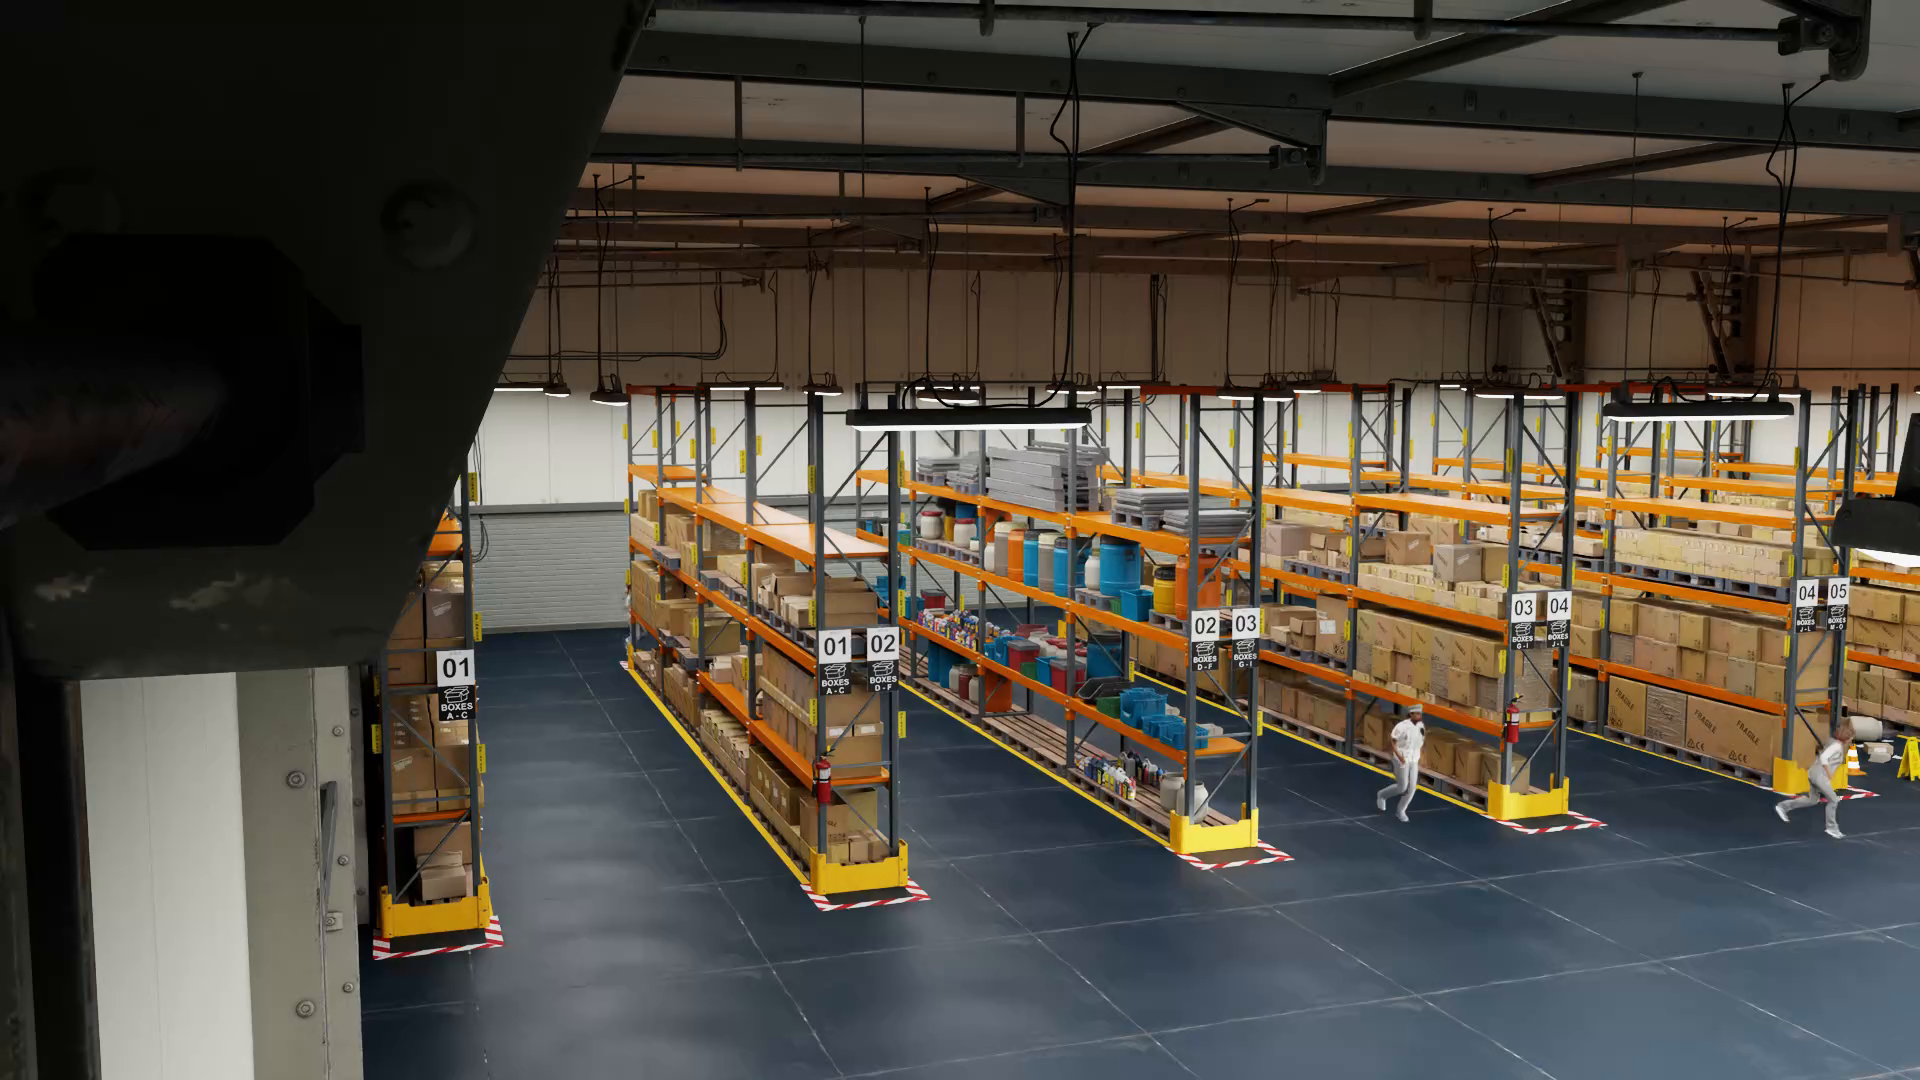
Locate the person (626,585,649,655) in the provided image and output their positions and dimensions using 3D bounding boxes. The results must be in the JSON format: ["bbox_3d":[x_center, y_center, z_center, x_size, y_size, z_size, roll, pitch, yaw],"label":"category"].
[{"bbox_3d":[-7.141,1.743,36.641,0.556,1.630,0.559,1,6,12],"label":"person"}]

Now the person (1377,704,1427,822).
[{"bbox_3d":[6.308,3.105,23.549,0.638,1.648,0.589,-3,7,-25],"label":"person"}]

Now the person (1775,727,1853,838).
[{"bbox_3d":[11.562,3.268,22.533,0.898,1.548,0.559,3,7,26],"label":"person"}]
